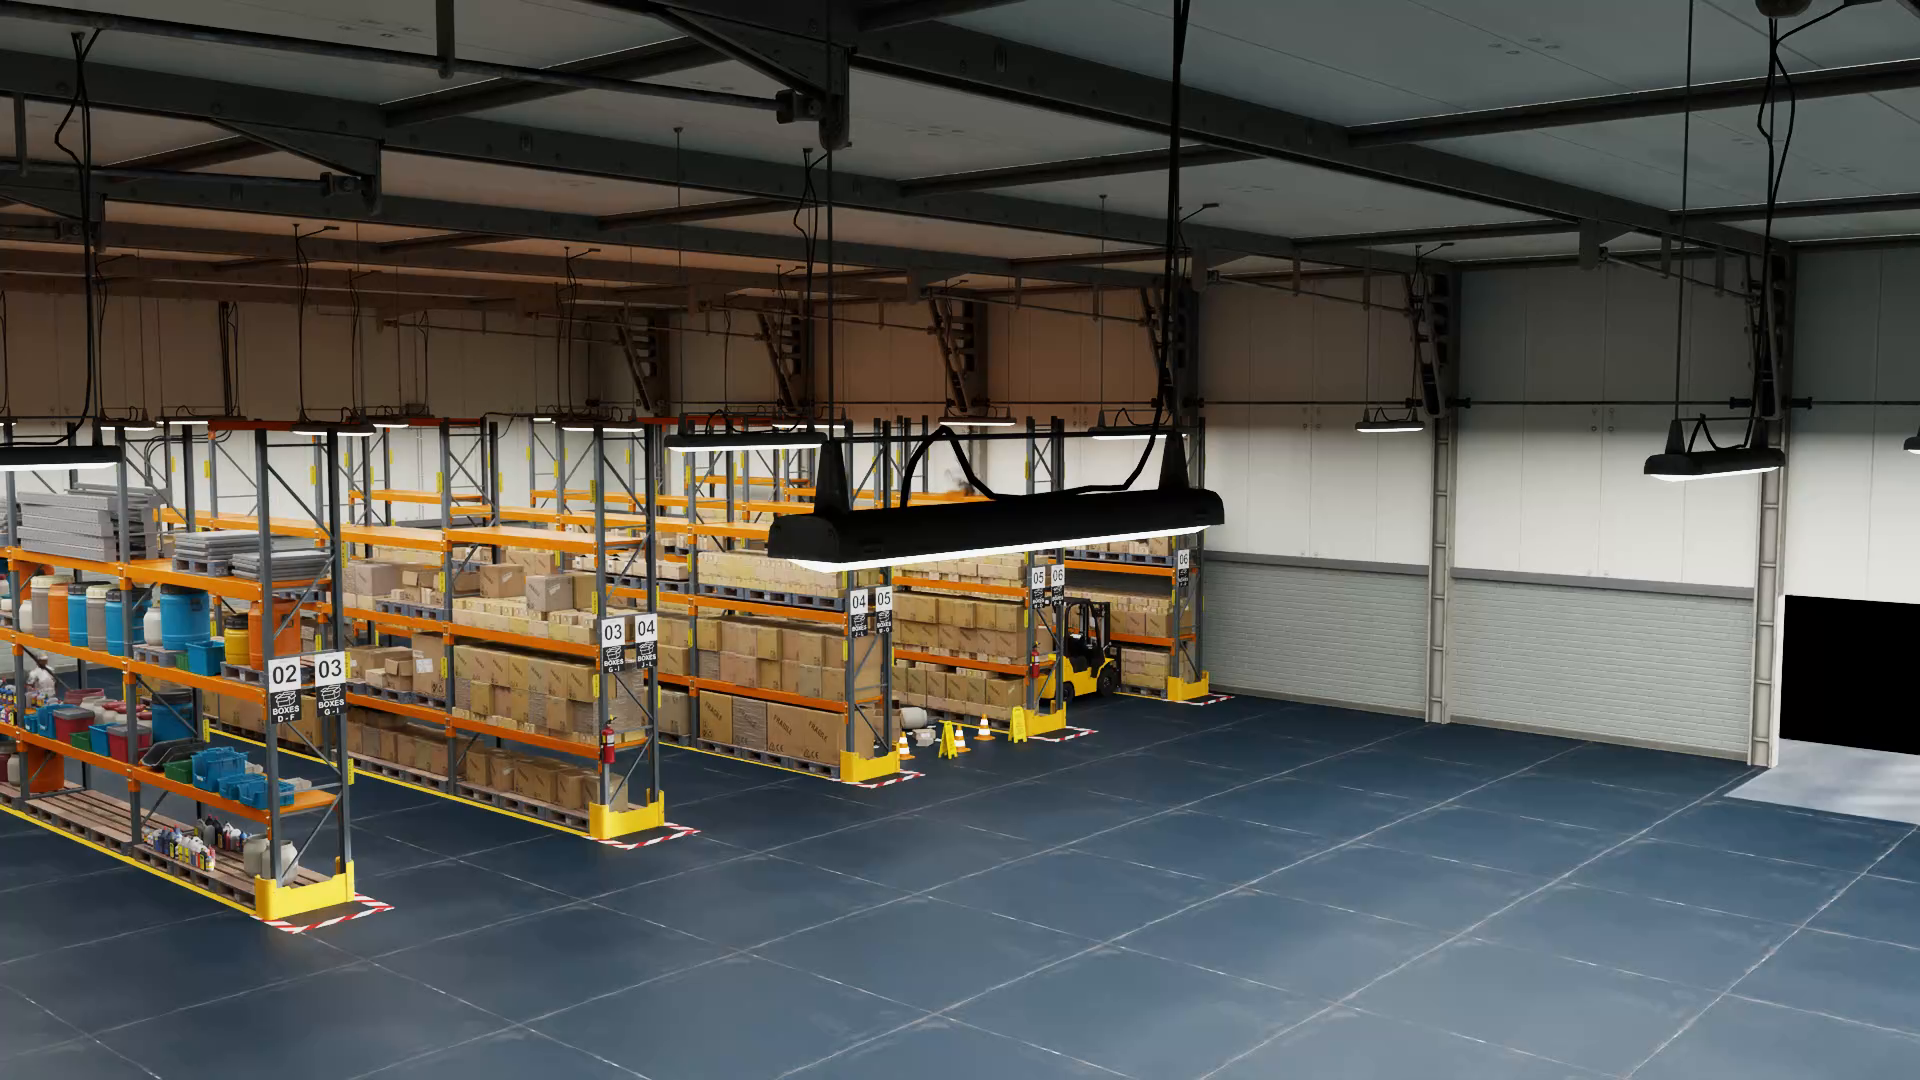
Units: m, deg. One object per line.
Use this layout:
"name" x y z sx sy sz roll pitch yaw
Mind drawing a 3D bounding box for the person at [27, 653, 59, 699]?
"person" -17.119 2.922 31.087 0.550 1.654 0.555 4 6 37

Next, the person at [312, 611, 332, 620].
"person" -14.803 2.258 38.809 0.712 1.791 0.688 1 5 16
